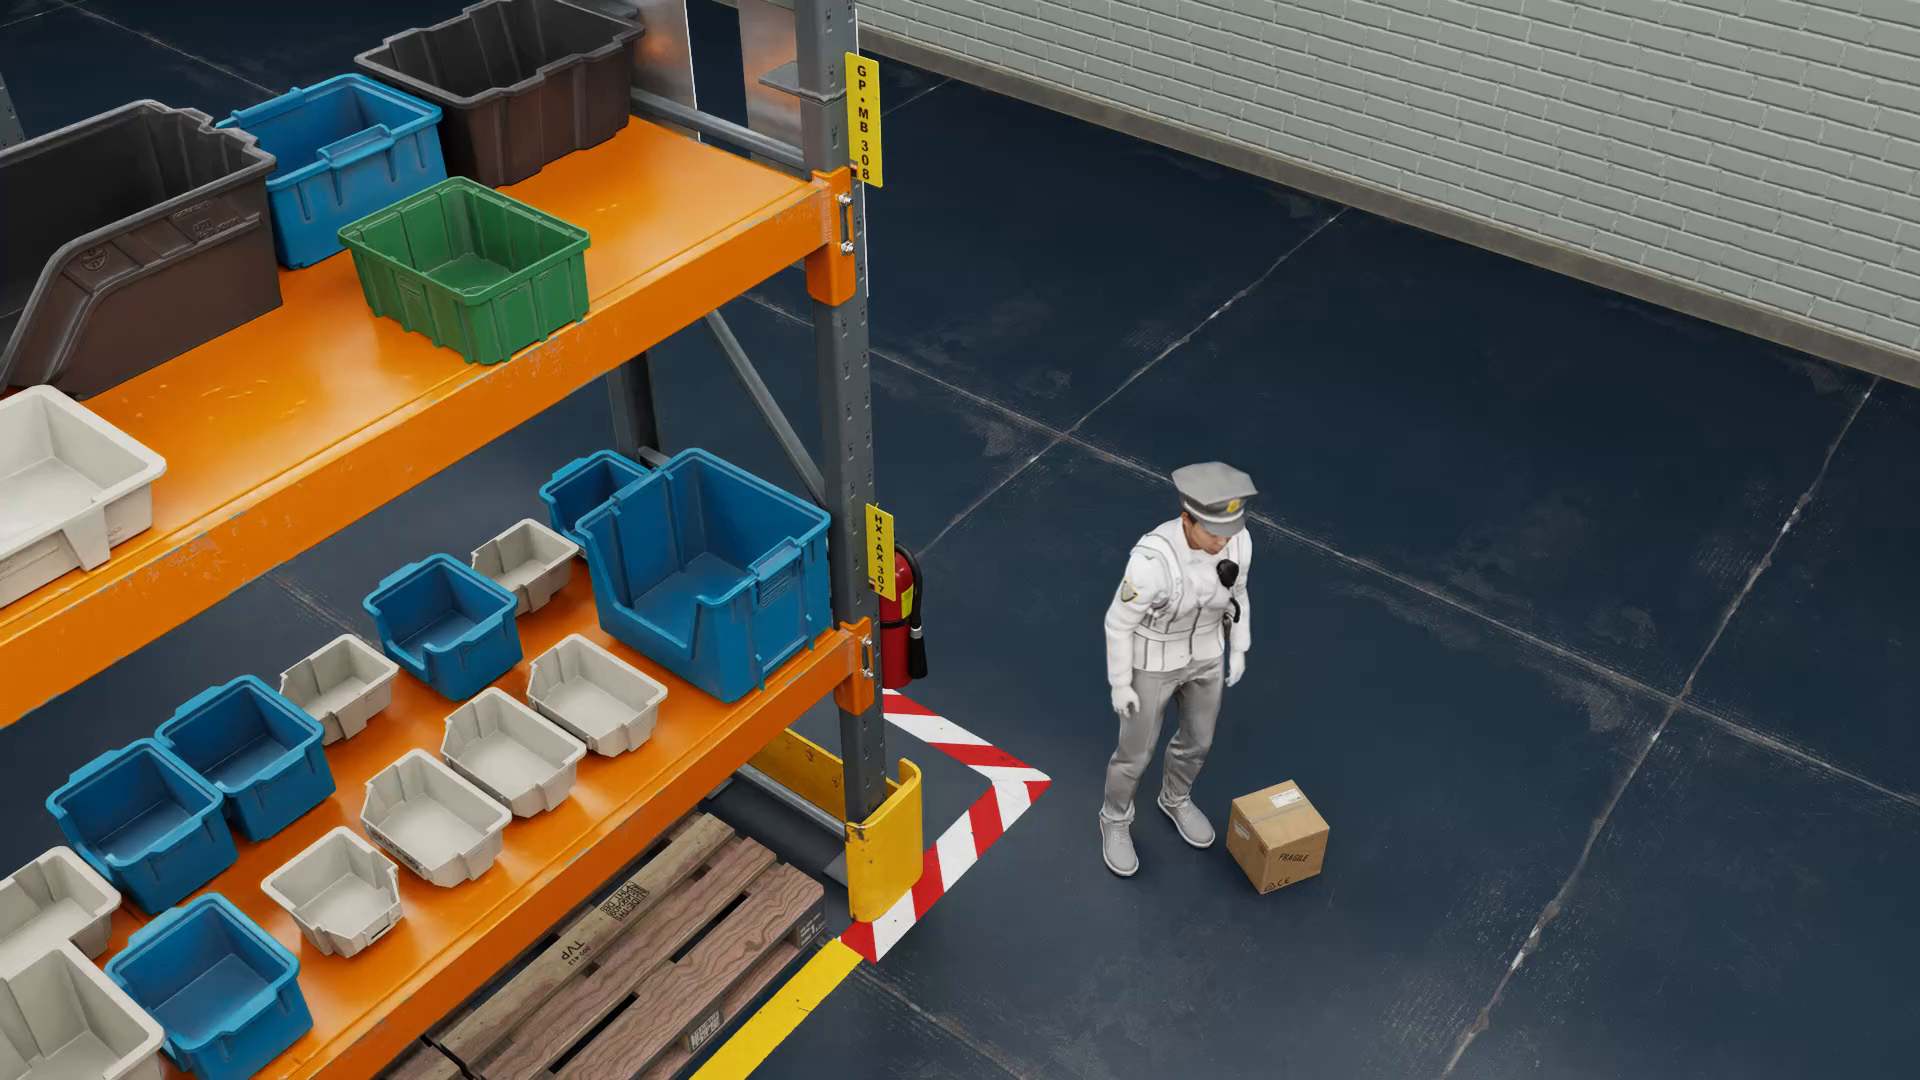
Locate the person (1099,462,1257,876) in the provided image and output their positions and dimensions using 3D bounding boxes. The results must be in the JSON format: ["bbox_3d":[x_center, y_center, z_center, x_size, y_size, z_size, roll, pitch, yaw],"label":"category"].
[{"bbox_3d":[0.738,0.423,5.631,0.533,1.663,0.378,-15,41,-17],"label":"person"}]
